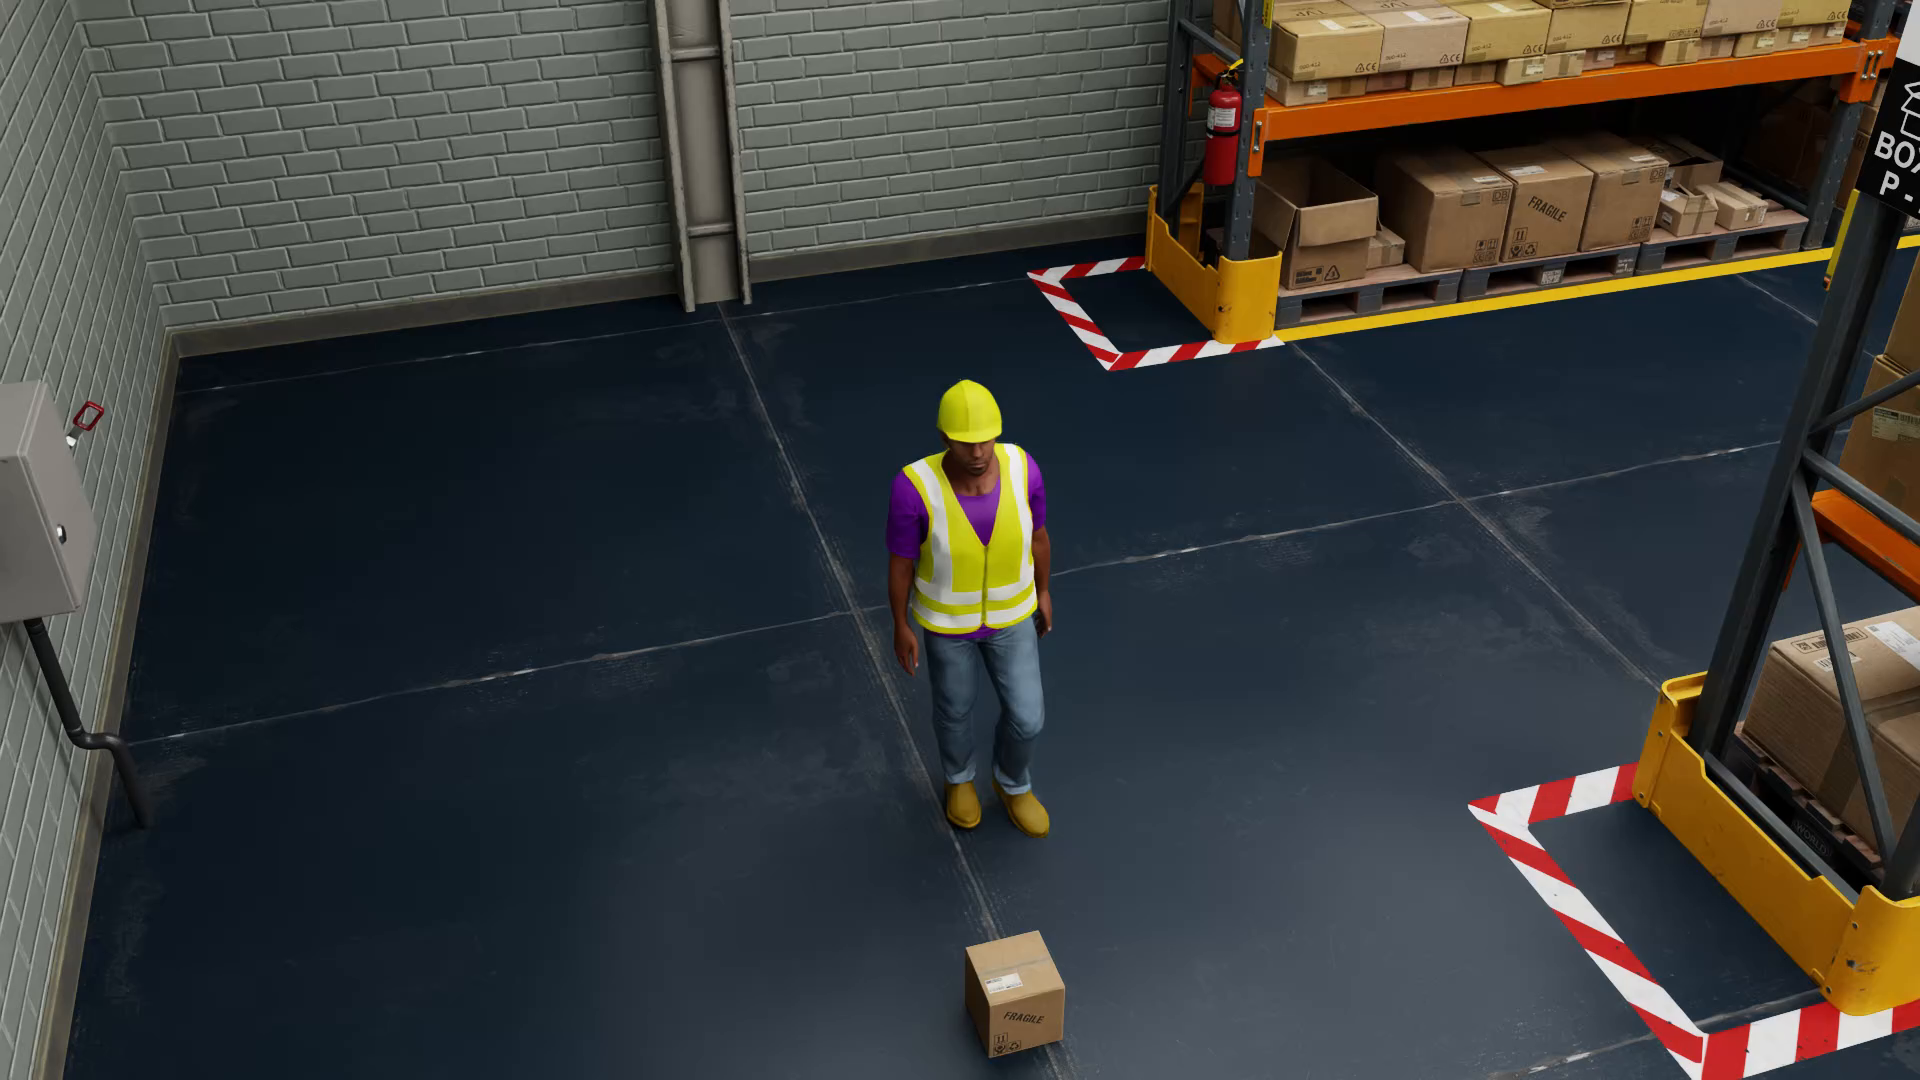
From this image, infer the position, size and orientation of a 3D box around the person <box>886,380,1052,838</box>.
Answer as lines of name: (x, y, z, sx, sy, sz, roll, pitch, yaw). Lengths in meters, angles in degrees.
person: (0.056, 0.284, 5.692, 0.590, 1.791, 0.445, -7, 34, -10)
